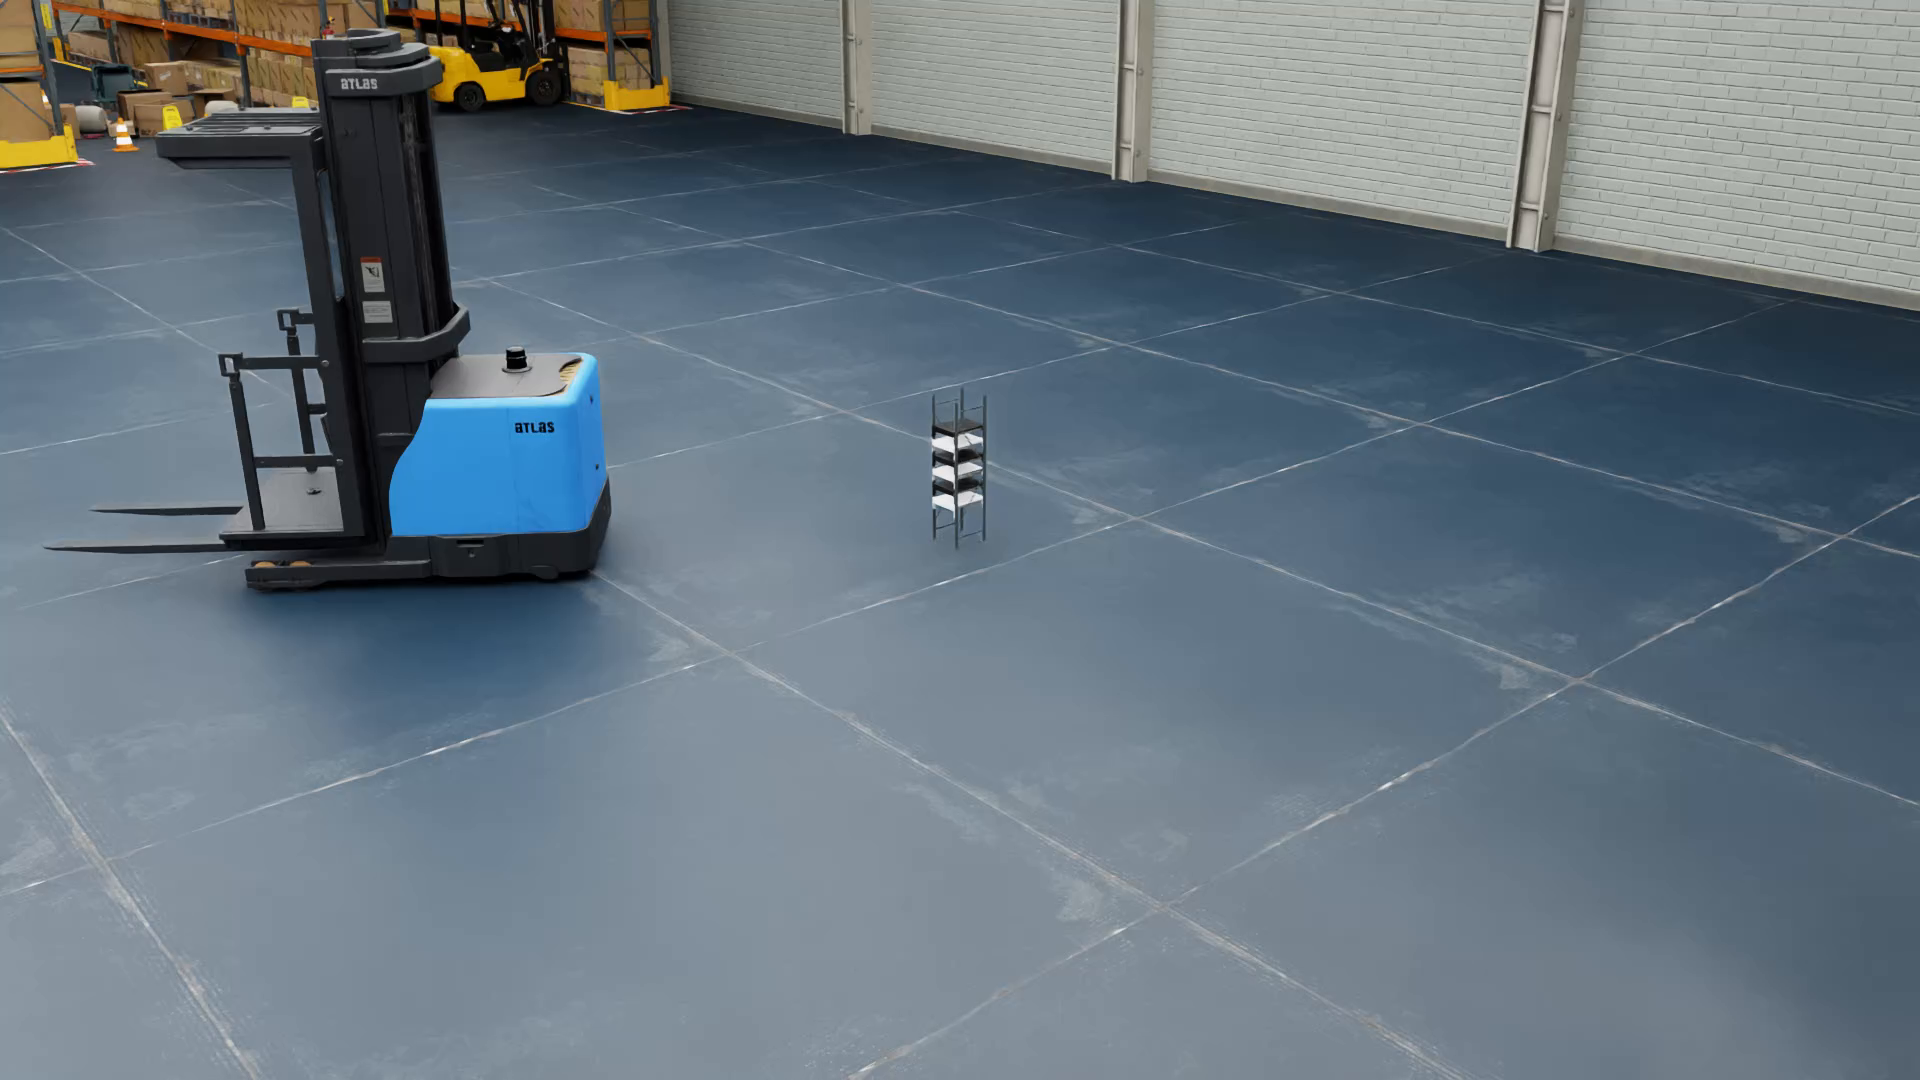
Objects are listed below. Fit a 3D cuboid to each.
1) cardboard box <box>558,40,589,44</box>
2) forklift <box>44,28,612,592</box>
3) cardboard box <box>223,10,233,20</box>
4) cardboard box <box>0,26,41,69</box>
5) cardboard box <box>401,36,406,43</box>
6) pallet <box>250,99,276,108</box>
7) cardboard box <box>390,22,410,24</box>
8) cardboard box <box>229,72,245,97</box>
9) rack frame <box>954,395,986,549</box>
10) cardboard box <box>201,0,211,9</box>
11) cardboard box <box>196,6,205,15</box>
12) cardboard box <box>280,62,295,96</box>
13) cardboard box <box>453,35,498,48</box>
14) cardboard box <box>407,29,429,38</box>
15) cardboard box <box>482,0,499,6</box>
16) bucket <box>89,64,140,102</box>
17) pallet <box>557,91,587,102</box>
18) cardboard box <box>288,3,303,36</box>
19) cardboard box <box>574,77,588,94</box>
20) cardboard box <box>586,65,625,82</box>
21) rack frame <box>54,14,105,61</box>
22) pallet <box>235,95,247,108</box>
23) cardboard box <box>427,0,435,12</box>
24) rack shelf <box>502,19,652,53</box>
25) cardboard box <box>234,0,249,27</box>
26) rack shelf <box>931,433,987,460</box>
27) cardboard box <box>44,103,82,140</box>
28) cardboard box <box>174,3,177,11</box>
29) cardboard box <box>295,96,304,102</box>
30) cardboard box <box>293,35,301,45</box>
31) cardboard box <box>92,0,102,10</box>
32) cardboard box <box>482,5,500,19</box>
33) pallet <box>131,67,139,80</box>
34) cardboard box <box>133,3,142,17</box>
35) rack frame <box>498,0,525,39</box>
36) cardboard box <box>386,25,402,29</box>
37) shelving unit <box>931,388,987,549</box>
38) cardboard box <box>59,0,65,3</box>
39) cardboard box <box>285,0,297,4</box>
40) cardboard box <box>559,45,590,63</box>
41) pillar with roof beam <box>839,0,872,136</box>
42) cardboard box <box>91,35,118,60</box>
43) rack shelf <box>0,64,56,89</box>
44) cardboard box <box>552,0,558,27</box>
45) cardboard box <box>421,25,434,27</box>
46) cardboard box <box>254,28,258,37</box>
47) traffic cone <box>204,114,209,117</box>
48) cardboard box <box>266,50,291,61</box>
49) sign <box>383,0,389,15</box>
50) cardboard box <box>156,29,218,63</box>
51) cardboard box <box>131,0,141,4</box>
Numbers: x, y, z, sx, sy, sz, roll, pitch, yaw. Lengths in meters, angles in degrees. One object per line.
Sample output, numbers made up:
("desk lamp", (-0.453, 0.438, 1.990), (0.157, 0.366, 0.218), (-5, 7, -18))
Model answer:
("cardboard box", (-7.260, -9.262, 31.341), (0.500, 0.250, 0.500), (-17, 27, -37))
("forklift", (-3.622, -1.274, 9.218), (3.031, 2.935, 1.130), (-1, 21, -4))
("cardboard box", (-12.693, -9.223, 29.187), (0.380, 0.149, 0.250), (-17, 27, -37))
("cardboard box", (-13.498, -6.918, 23.328), (0.875, 0.550, 0.550), (-17, 27, -37))
("cardboard box", (-11.759, -10.594, 35.770), (0.500, 0.500, 0.500), (-18, 28, -38))
("pallet", (-11.683, -7.592, 29.079), (1.003, 0.211, 1.213), (-17, 27, -37))
("cardboard box", (-12.486, -11.471, 37.121), (0.380, 0.149, 0.250), (-17, 27, -36))
("cardboard box", (-12.492, -8.184, 29.793), (0.950, 0.372, 0.625), (-17, 27, -37))
("rack frame", (0.061, -0.393, 9.754), (0.240, 0.900, 0.006), (-17, 27, -37))
("cardboard box", (-13.280, -9.802, 29.776), (0.500, 0.500, 0.500), (-16, 27, -36))
("cardboard box", (-13.670, -9.659, 30.301), (0.380, 0.149, 0.250), (-16, 27, -36))
("cardboard box", (-10.925, -7.671, 27.622), (0.500, 0.500, 0.500), (-18, 28, -39))
("cardboard box", (-9.732, -9.905, 33.841), (0.875, 0.625, 0.625), (-19, 28, -40))
("cardboard box", (-11.515, -10.765, 35.319), (0.380, 0.149, 0.250), (-19, 28, -40))
("cardboard box", (-8.904, -10.488, 32.169), (0.500, 0.250, 0.500), (-18, 28, -39))
("bucket", (-13.997, -7.556, 27.567), (0.726, 0.611, 0.620), (-8, 13, -19))
("pallet", (-7.102, -8.385, 31.103), (1.003, 0.211, 1.213), (-17, 27, -37))
("cardboard box", (-10.423, -8.371, 26.700), (0.500, 0.500, 0.500), (-17, 27, -37))
("cardboard box", (-6.643, -8.255, 30.141), (0.500, 0.250, 0.500), (-17, 27, -37))
("cardboard box", (-6.334, -8.353, 29.707), (0.500, 0.250, 0.500), (-18, 28, -38))
("rack frame", (-19.981, -12.383, 37.487), (1.000, 3.000, 0.127), (-17, 27, -37))
("pallet", (-12.657, -7.984, 30.079), (1.003, 0.211, 1.213), (-17, 27, -37))
("cardboard box", (-10.572, -10.965, 34.071), (0.500, 0.250, 0.500), (-18, 28, -39))
("rack shelf", (-7.085, -9.363, 30.762), (1.077, 0.370, 4.000), (-17, 27, -37))
("cardboard box", (-12.072, -9.065, 28.470), (0.500, 0.500, 0.500), (-18, 27, -38))
("rack shelf", (-0.005, -0.558, 9.772), (0.258, 0.077, 0.200), (-17, 27, -37))
("cardboard box", (-14.041, -6.514, 25.926), (0.500, 0.500, 0.500), (-12, 25, -28))
("cardboard box", (-14.529, -10.031, 31.251), (0.380, 0.149, 0.250), (-20, 29, -41))
("cardboard box", (-10.601, -7.182, 27.402), (0.500, 0.250, 0.500), (-17, 27, -37))
("cardboard box", (-10.535, -8.081, 26.849), (0.380, 0.149, 0.250), (-17, 27, -37))
("cardboard box", (-17.866, -11.392, 34.819), (0.500, 0.500, 0.500), (-17, 27, -37))
("cardboard box", (-8.917, -10.257, 32.266), (0.500, 0.250, 0.500), (-17, 27, -36))
("pallet", (-16.809, -9.784, 34.675), (1.003, 0.211, 1.213), (-17, 27, -37))
("cardboard box", (-15.948, -10.461, 32.786), (0.500, 0.250, 0.500), (-18, 28, -38))
("rack frame", (-8.390, -10.250, 32.042), (1.000, 3.000, 0.127), (-17, 27, -37))
("cardboard box", (-12.360, -11.138, 36.271), (0.380, 0.149, 0.250), (-19, 28, -40))
("shelving unit", (-0.005, -0.421, 9.826), (0.258, 0.900, 0.210), (-17, 27, -37))
("cardboard box", (-19.534, -12.096, 36.616), (0.500, 0.500, 0.500), (-18, 28, -38))
("cardboard box", (-10.361, -8.844, 26.535), (0.700, 0.500, 0.500), (-17, 27, -37))
("cardboard box", (-6.991, -8.856, 30.304), (0.500, 0.250, 0.500), (-17, 27, -37))
("pillar with roof beam", (-4.896, -9.663, 22.316), (9.100, 9.000, 0.400), (-17, 27, -37))
("cardboard box", (-18.284, -10.727, 36.195), (0.875, 0.438, 0.875), (-18, 28, -39))
("rack shelf", (-14.527, -6.974, 24.663), (1.077, 0.370, 4.000), (-17, 27, -37))
("cardboard box", (-7.302, -9.689, 30.470), (0.500, 0.500, 0.500), (-17, 27, -37))
("cardboard box", (-11.589, -11.134, 36.260), (0.380, 0.149, 0.250), (-19, 28, -40))
("cardboard box", (-11.785, -8.664, 28.335), (0.380, 0.149, 0.250), (-18, 27, -38))
("traffic cone", (-11.414, -6.235, 25.268), (0.336, 0.463, 0.334), (-17, 27, -37))
("cardboard box", (-11.417, -8.143, 27.938), (0.380, 0.149, 0.250), (-16, 26, -34))
("sign", (-9.126, -8.495, 26.373), (0.100, 0.325, 0.005), (-17, 27, -37))
("cardboard box", (-15.147, -9.590, 32.692), (0.875, 0.875, 0.875), (-18, 28, -38))
("cardboard box", (-15.955, -10.686, 32.675), (0.500, 0.250, 0.500), (-18, 28, -39))
